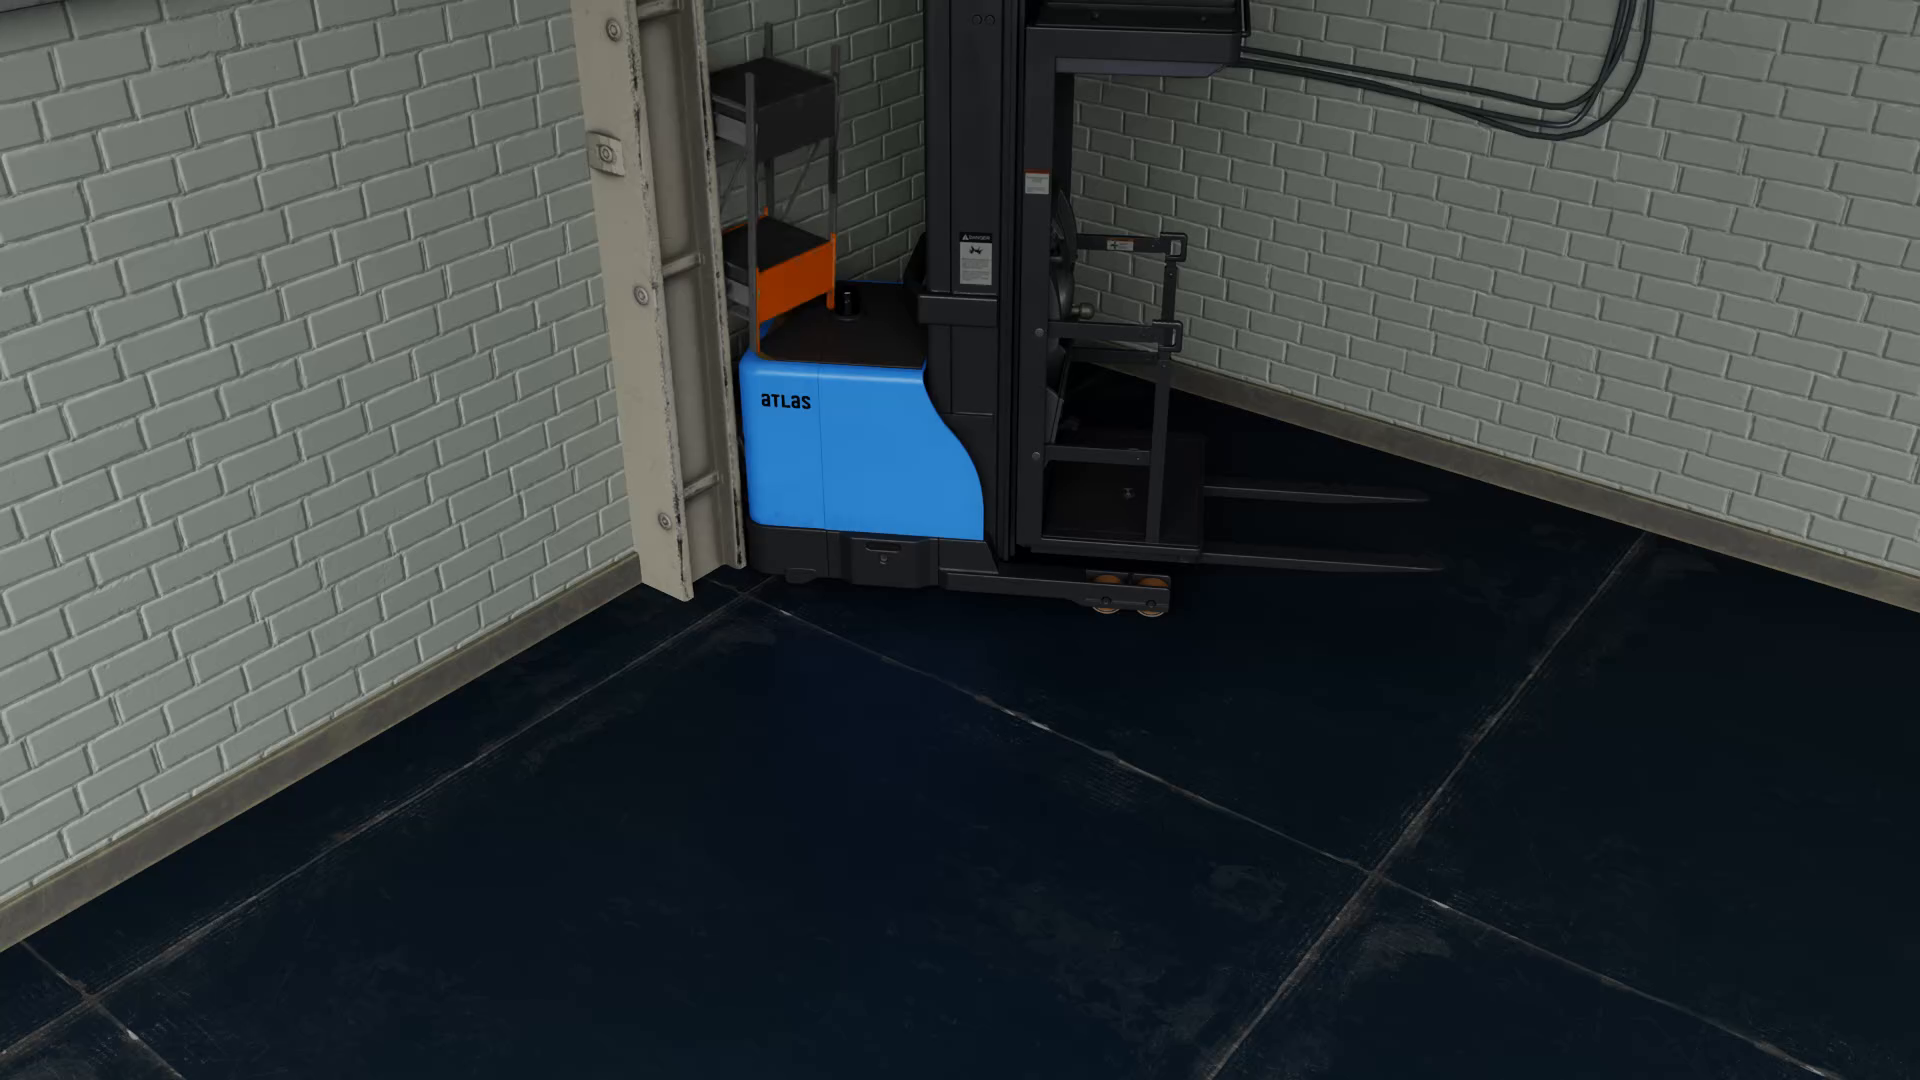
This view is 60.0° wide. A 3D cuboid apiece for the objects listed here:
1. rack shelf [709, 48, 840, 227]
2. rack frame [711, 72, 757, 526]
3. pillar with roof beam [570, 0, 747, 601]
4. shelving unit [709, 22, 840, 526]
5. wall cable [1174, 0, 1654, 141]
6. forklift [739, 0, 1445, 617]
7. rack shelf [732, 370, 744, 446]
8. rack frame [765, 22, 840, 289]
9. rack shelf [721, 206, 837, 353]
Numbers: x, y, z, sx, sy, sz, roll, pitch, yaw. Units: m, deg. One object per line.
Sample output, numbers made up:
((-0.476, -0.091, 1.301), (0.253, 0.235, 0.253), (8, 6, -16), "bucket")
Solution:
((-0.811, -1.644, 6.764), (0.431, 0.518, 0.480), (26, 40, 29), "rack shelf")
((-1.001, -0.979, 6.991), (0.400, 2.100, 0.015), (26, 40, 29), "rack frame")
((2.225, -2.403, 2.978), (9.100, 9.000, 0.400), (21, 37, 31), "pillar with roof beam")
((-0.851, -1.080, 7.154), (0.431, 2.100, 0.503), (26, 40, 29), "shelving unit")
((1.626, -3.182, 7.339), (3.097, 2.526, 0.112), (21, 37, 31), "wall cable")
((0.618, -1.218, 6.931), (3.031, 2.935, 1.130), (4, 31, 7), "forklift")
((-0.892, -0.494, 7.559), (0.431, 0.518, 0.480), (26, 40, 29), "rack shelf")
((-0.700, -1.182, 7.317), (0.400, 2.100, 0.015), (26, 40, 29), "rack frame")
((-0.851, -1.069, 7.162), (0.431, 0.518, 0.480), (26, 40, 29), "rack shelf")
